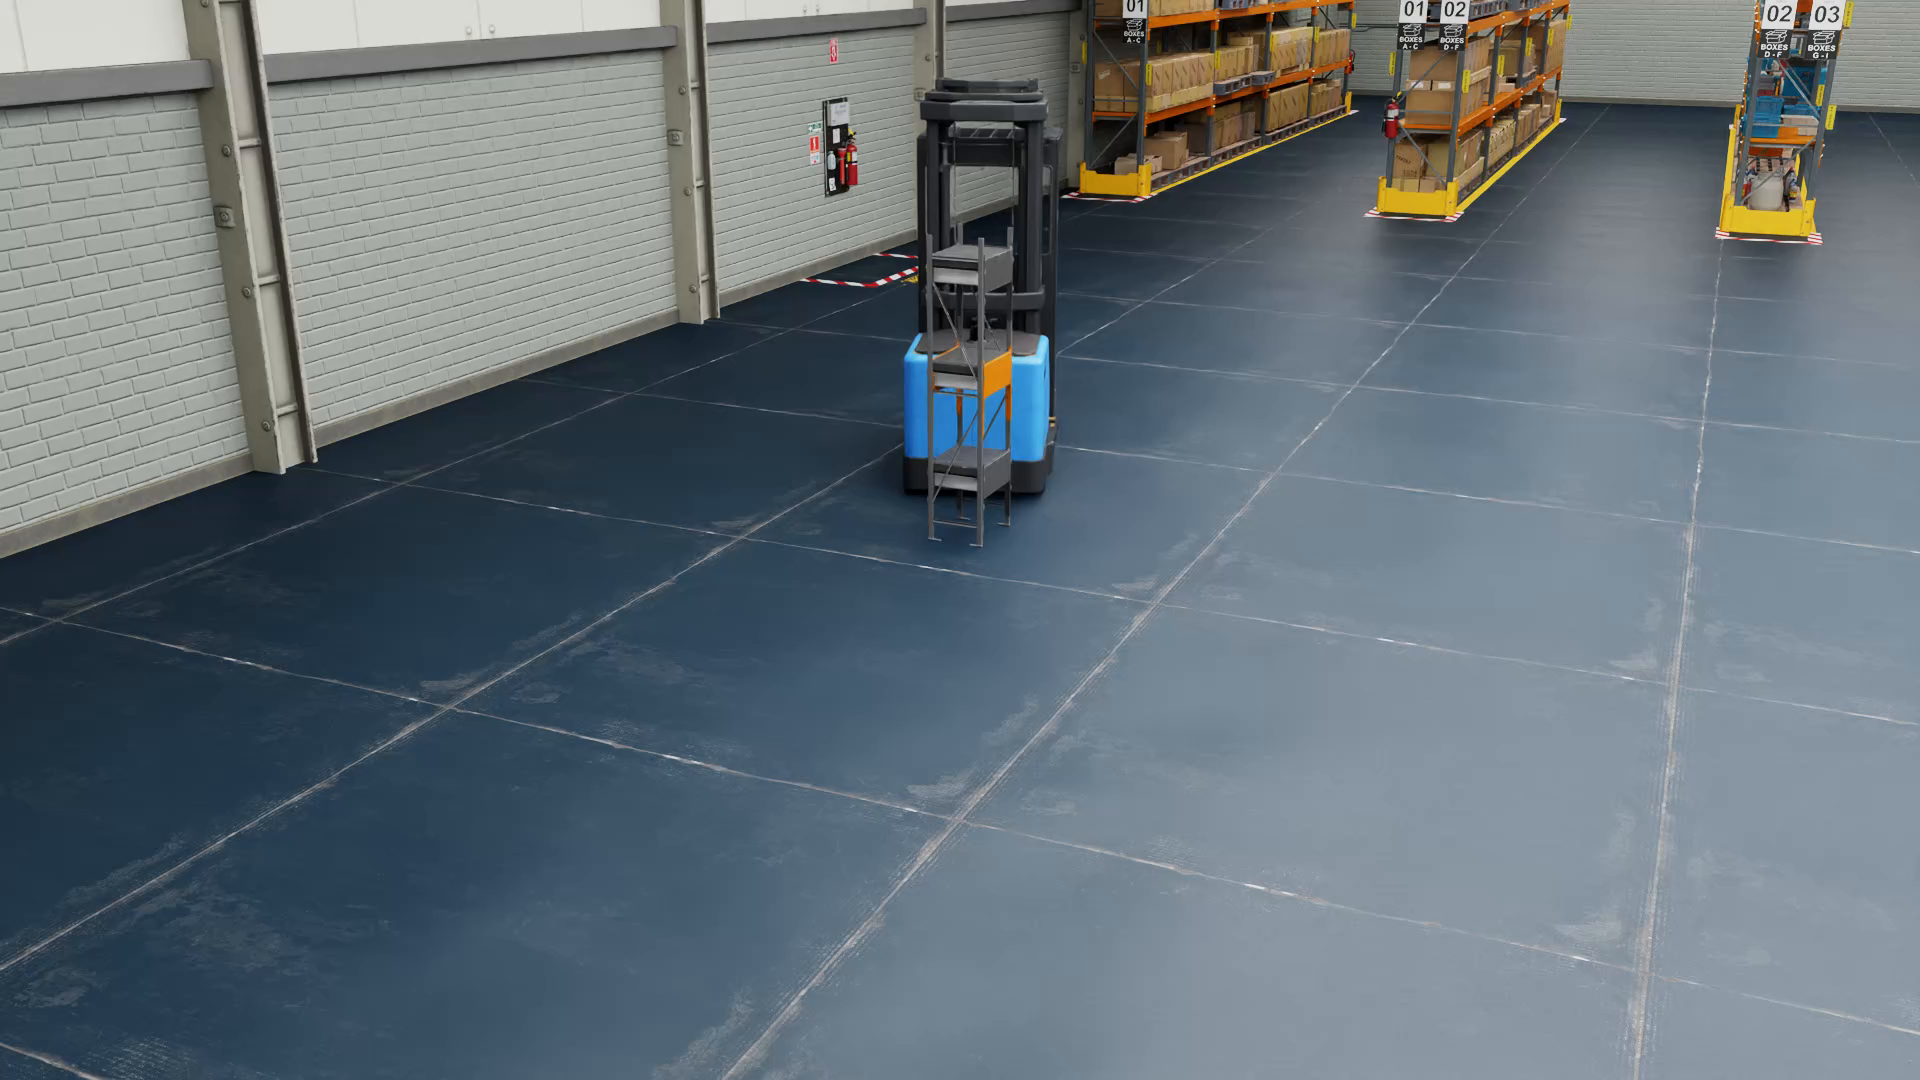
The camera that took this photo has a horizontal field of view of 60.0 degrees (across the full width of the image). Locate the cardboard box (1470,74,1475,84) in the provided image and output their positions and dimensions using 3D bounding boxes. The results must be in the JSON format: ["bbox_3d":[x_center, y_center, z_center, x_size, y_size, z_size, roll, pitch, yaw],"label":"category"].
[{"bbox_3d":[8.053,-7.408,26.704,0.380,0.149,0.250,9,21,23],"label":"cardboard box"}]

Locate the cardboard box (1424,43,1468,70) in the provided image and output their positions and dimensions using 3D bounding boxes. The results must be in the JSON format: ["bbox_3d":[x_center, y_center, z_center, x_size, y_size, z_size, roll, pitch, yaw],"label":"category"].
[{"bbox_3d":[7.500,-7.472,25.917,0.700,0.500,0.500,8,21,21],"label":"cardboard box"}]

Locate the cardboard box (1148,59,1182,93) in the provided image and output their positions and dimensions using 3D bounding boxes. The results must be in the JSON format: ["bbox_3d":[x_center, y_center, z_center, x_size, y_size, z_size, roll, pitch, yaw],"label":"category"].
[{"bbox_3d":[3.443,-7.877,28.216,0.500,0.500,0.500,8,21,21],"label":"cardboard box"}]

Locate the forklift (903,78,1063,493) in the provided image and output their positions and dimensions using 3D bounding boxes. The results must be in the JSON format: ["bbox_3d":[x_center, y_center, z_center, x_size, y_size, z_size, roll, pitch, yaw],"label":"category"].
[{"bbox_3d":[0.239,-2.180,13.225,1.130,2.935,3.031,2,20,5],"label":"forklift"}]

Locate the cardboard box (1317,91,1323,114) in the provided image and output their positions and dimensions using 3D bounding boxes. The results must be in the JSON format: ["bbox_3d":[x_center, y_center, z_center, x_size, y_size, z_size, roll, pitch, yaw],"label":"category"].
[{"bbox_3d":[8.067,-10.229,38.860,0.700,0.500,0.500,8,21,22],"label":"cardboard box"}]

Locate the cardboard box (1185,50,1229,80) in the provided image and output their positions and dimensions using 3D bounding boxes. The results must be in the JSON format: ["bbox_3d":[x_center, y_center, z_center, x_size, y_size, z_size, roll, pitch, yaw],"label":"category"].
[{"bbox_3d":[4.657,-8.971,31.413,0.700,0.500,0.500,11,22,28],"label":"cardboard box"}]

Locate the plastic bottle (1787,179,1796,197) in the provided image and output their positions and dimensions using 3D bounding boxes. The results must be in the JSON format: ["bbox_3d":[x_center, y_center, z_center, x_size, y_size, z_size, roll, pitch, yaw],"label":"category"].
[{"bbox_3d":[12.874,-5.445,25.717,0.097,0.271,0.097,0,20,0],"label":"plastic bottle"}]

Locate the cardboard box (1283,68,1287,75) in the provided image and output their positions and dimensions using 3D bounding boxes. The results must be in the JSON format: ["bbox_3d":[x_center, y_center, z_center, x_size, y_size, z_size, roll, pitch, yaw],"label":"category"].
[{"bbox_3d":[6.785,-10.049,35.594,0.380,0.149,0.250,9,21,23],"label":"cardboard box"}]

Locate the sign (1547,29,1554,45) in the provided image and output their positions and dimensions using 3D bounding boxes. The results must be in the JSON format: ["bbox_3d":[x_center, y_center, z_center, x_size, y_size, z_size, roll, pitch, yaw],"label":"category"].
[{"bbox_3d":[12.487,-10.634,35.165,0.100,0.325,0.005,9,21,23],"label":"sign"}]

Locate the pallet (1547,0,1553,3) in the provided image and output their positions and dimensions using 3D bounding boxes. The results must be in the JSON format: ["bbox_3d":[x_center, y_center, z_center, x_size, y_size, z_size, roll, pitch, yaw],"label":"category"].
[{"bbox_3d":[11.648,-11.298,34.565,1.213,0.211,1.003,9,21,23],"label":"pallet"}]

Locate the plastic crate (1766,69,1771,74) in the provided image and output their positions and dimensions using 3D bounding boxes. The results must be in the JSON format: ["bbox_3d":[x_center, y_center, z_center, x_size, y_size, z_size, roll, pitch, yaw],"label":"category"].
[{"bbox_3d":[16.710,-9.760,34.757,0.437,0.125,0.590,9,21,23],"label":"plastic crate"}]

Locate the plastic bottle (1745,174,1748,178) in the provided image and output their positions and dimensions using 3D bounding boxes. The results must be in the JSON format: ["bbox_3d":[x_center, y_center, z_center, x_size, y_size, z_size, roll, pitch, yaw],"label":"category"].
[{"bbox_3d":[12.408,-5.661,26.325,0.097,0.271,0.097,0,20,0],"label":"plastic bottle"}]

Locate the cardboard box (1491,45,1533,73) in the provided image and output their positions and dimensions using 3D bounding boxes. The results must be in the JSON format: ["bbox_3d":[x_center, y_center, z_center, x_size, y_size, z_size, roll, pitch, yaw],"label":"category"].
[{"bbox_3d":[11.045,-9.647,33.342,0.700,0.500,0.500,13,23,33],"label":"cardboard box"}]

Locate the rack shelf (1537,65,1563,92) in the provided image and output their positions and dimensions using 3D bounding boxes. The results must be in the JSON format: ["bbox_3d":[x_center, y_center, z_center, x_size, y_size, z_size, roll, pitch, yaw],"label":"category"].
[{"bbox_3d":[12.798,-10.436,37.409,1.077,0.370,4.000,9,21,23],"label":"rack shelf"}]

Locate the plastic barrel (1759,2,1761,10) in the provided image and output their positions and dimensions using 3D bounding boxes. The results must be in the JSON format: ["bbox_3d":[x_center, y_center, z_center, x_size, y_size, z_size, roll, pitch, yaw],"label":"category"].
[{"bbox_3d":[13.499,-9.071,27.275,0.600,0.901,0.600,0,20,0],"label":"plastic barrel"}]

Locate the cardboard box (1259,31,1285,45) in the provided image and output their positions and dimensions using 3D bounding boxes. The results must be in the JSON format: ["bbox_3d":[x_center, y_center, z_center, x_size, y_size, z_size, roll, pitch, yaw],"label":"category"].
[{"bbox_3d":[6.461,-10.437,34.597,0.500,0.250,0.500,8,21,22],"label":"cardboard box"}]

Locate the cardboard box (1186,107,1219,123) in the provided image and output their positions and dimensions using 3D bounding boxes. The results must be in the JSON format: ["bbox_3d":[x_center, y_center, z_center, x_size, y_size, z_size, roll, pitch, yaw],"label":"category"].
[{"bbox_3d":[4.646,-8.141,31.840,0.500,0.250,0.500,8,21,22],"label":"cardboard box"}]

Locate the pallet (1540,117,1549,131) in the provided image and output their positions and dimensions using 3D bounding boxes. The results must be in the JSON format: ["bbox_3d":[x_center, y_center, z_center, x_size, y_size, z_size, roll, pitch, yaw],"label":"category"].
[{"bbox_3d":[12.759,-9.433,37.679,1.003,0.211,1.213,9,21,23],"label":"pallet"}]

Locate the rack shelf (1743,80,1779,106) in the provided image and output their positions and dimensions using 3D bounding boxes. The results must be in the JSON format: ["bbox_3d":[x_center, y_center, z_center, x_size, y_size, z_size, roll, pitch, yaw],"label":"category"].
[{"bbox_3d":[15.678,-8.532,32.057,1.077,0.370,4.000,9,21,23],"label":"rack shelf"}]

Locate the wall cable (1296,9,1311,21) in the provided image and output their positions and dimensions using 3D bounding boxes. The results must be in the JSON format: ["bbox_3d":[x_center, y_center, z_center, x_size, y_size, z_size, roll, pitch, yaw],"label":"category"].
[{"bbox_3d":[8.758,-13.064,42.211,0.084,1.984,1.851,9,21,23],"label":"wall cable"}]

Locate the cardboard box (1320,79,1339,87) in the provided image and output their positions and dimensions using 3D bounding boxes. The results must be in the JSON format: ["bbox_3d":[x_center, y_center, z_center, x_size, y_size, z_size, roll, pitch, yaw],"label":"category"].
[{"bbox_3d":[8.910,-11.020,40.115,0.380,0.149,0.250,9,22,24],"label":"cardboard box"}]

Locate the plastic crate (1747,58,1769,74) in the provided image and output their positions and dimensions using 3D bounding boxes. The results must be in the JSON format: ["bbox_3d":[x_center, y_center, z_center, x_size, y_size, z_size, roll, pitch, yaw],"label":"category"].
[{"bbox_3d":[16.377,-9.693,34.181,0.392,0.384,0.575,9,21,23],"label":"plastic crate"}]

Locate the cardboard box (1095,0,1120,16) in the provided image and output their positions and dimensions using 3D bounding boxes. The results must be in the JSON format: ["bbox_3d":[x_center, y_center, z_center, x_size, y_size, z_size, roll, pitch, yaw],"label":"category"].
[{"bbox_3d":[2.484,-8.805,27.096,0.500,0.500,0.500,10,22,27],"label":"cardboard box"}]

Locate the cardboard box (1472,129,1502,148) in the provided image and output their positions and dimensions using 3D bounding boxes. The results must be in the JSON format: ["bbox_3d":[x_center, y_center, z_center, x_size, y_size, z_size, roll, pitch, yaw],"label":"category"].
[{"bbox_3d":[9.520,-7.287,30.122,0.500,0.311,0.500,8,21,21],"label":"cardboard box"}]

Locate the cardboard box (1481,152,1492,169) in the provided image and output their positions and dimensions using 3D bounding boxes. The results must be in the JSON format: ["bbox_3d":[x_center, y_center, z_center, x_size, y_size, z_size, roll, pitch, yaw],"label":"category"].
[{"bbox_3d":[9.094,-6.709,29.335,0.500,0.250,0.500,8,21,21],"label":"cardboard box"}]

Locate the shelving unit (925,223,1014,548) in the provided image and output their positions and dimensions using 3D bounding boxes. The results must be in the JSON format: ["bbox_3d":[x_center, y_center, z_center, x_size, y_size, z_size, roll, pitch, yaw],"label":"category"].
[{"bbox_3d":[0.068,-1.040,11.259,0.431,2.100,0.503,9,21,23],"label":"shelving unit"}]

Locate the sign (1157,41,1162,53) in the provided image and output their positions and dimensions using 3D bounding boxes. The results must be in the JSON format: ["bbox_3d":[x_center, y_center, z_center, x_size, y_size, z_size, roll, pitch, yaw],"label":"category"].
[{"bbox_3d":[3.674,-9.017,30.618,0.100,0.325,0.005,9,21,23],"label":"sign"}]

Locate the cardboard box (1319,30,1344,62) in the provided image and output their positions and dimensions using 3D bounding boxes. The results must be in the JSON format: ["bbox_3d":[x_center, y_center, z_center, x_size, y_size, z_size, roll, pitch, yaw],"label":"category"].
[{"bbox_3d":[8.609,-11.825,39.794,0.980,0.700,0.700,8,21,22],"label":"cardboard box"}]

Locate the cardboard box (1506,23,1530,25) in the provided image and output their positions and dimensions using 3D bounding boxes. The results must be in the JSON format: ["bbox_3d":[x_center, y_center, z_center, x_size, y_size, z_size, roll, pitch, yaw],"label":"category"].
[{"bbox_3d":[12.157,-11.028,36.361,0.500,0.500,0.500,8,21,22],"label":"cardboard box"}]

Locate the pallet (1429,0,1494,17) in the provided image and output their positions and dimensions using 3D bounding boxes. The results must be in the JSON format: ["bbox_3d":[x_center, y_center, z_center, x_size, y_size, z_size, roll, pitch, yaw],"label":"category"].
[{"bbox_3d":[7.877,-8.453,26.417,1.003,0.211,1.213,9,21,23],"label":"pallet"}]

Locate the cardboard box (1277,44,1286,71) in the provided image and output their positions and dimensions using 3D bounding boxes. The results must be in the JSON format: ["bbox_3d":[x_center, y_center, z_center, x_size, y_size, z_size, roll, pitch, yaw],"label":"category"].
[{"bbox_3d":[6.476,-10.088,34.735,0.500,0.500,0.500,9,22,24],"label":"cardboard box"}]

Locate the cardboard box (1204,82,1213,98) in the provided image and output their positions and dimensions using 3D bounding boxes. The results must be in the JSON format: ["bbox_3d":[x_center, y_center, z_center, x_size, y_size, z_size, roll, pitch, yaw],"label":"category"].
[{"bbox_3d":[4.265,-8.149,30.099,0.500,0.250,0.500,9,21,23],"label":"cardboard box"}]

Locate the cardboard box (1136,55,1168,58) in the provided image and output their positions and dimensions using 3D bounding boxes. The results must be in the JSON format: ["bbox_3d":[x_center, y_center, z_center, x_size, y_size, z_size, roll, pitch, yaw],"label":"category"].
[{"bbox_3d":[3.375,-8.264,29.304,0.500,0.500,0.500,9,22,24],"label":"cardboard box"}]

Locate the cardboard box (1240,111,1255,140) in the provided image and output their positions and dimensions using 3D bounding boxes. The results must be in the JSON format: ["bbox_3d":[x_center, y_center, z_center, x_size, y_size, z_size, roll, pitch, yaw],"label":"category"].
[{"bbox_3d":[5.573,-8.421,33.745,0.700,0.500,0.500,9,21,23],"label":"cardboard box"}]

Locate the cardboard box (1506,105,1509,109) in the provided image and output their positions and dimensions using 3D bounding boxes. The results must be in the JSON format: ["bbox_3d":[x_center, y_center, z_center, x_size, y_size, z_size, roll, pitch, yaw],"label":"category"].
[{"bbox_3d":[11.149,-9.126,34.608,0.500,0.250,0.500,9,21,23],"label":"cardboard box"}]

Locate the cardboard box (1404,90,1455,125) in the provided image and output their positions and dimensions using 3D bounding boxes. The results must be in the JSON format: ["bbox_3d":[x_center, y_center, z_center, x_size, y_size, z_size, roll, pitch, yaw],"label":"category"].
[{"bbox_3d":[7.268,-6.683,25.634,0.700,0.500,0.500,9,21,23],"label":"cardboard box"}]

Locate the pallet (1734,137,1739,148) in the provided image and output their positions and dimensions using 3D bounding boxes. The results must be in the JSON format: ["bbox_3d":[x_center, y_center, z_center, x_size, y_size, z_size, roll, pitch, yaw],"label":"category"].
[{"bbox_3d":[16.143,-7.938,33.475,1.003,0.211,1.213,9,21,23],"label":"pallet"}]

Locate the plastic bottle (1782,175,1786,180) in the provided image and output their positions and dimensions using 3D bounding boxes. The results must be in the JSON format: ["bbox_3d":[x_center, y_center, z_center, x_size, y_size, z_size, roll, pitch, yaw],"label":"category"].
[{"bbox_3d":[12.905,-5.577,26.070,0.061,0.283,0.133,9,21,23],"label":"plastic bottle"}]

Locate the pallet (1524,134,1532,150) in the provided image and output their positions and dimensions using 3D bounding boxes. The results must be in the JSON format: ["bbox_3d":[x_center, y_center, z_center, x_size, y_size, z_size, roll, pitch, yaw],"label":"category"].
[{"bbox_3d":[11.182,-8.221,34.271,1.003,0.211,1.213,9,21,23],"label":"pallet"}]

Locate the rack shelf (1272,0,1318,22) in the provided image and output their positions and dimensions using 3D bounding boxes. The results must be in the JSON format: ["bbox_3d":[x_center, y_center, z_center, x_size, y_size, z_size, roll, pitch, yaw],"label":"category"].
[{"bbox_3d":[6.639,-11.305,35.376,1.077,0.370,4.000,9,21,23],"label":"rack shelf"}]

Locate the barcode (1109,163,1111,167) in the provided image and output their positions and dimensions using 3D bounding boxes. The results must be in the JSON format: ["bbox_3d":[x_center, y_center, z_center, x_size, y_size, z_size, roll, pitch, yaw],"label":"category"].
[{"bbox_3d":[2.552,-6.378,28.268,0.001,0.075,0.075,9,21,23],"label":"barcode"}]

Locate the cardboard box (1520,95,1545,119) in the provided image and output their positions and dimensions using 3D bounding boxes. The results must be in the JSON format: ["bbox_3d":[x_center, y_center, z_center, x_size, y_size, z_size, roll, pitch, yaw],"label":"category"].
[{"bbox_3d":[12.744,-9.769,37.531,0.797,0.503,0.637,9,21,23],"label":"cardboard box"}]

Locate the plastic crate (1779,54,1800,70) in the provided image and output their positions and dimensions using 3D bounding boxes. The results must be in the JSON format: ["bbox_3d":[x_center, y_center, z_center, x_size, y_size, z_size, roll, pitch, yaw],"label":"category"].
[{"bbox_3d":[17.091,-9.779,34.305,0.402,0.464,0.583,9,21,23],"label":"plastic crate"}]

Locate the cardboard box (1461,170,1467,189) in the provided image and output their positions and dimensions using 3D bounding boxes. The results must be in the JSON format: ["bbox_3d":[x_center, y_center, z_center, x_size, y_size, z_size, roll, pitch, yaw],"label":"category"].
[{"bbox_3d":[7.894,-5.837,26.881,0.500,0.250,0.500,9,21,23],"label":"cardboard box"}]

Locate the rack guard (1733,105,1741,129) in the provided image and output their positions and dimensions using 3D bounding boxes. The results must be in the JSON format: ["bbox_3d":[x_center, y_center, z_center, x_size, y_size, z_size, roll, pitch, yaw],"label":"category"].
[{"bbox_3d":[18.133,-9.536,37.538,1.175,0.500,0.348,9,21,23],"label":"rack guard"}]

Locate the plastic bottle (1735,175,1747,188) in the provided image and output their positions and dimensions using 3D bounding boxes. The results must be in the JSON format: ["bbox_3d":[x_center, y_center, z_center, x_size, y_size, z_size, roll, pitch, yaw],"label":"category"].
[{"bbox_3d":[12.260,-5.619,26.087,0.144,0.351,0.185,8,21,22],"label":"plastic bottle"}]

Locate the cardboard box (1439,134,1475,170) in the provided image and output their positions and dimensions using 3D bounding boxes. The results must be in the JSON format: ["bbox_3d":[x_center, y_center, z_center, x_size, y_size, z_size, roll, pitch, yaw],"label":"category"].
[{"bbox_3d":[8.104,-6.342,27.183,0.500,0.500,0.500,9,21,23],"label":"cardboard box"}]

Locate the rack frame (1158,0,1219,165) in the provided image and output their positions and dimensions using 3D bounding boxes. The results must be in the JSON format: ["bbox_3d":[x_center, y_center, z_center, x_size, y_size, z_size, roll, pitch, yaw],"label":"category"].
[{"bbox_3d":[4.182,-8.396,30.601,1.000,3.000,0.127,9,21,23],"label":"rack frame"}]

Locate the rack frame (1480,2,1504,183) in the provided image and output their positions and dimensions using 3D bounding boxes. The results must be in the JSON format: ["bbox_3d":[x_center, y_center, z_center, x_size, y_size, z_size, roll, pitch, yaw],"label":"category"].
[{"bbox_3d":[8.703,-7.718,28.693,1.000,3.000,0.127,9,21,23],"label":"rack frame"}]

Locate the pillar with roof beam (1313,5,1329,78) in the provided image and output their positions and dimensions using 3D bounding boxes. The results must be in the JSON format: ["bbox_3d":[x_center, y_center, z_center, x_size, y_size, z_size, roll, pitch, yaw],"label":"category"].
[{"bbox_3d":[13.340,-15.244,40.904,9.100,9.000,0.400,9,21,23],"label":"pillar with roof beam"}]

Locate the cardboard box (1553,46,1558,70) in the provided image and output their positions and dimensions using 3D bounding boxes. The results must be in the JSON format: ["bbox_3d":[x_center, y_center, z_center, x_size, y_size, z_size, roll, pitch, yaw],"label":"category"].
[{"bbox_3d":[13.057,-10.794,37.194,0.500,0.500,0.500,8,21,22],"label":"cardboard box"}]

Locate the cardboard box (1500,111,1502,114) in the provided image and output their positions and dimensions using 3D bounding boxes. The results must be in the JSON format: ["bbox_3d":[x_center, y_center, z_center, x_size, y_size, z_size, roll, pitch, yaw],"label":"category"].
[{"bbox_3d":[10.722,-8.446,33.816,0.500,0.500,0.500,8,21,21],"label":"cardboard box"}]
